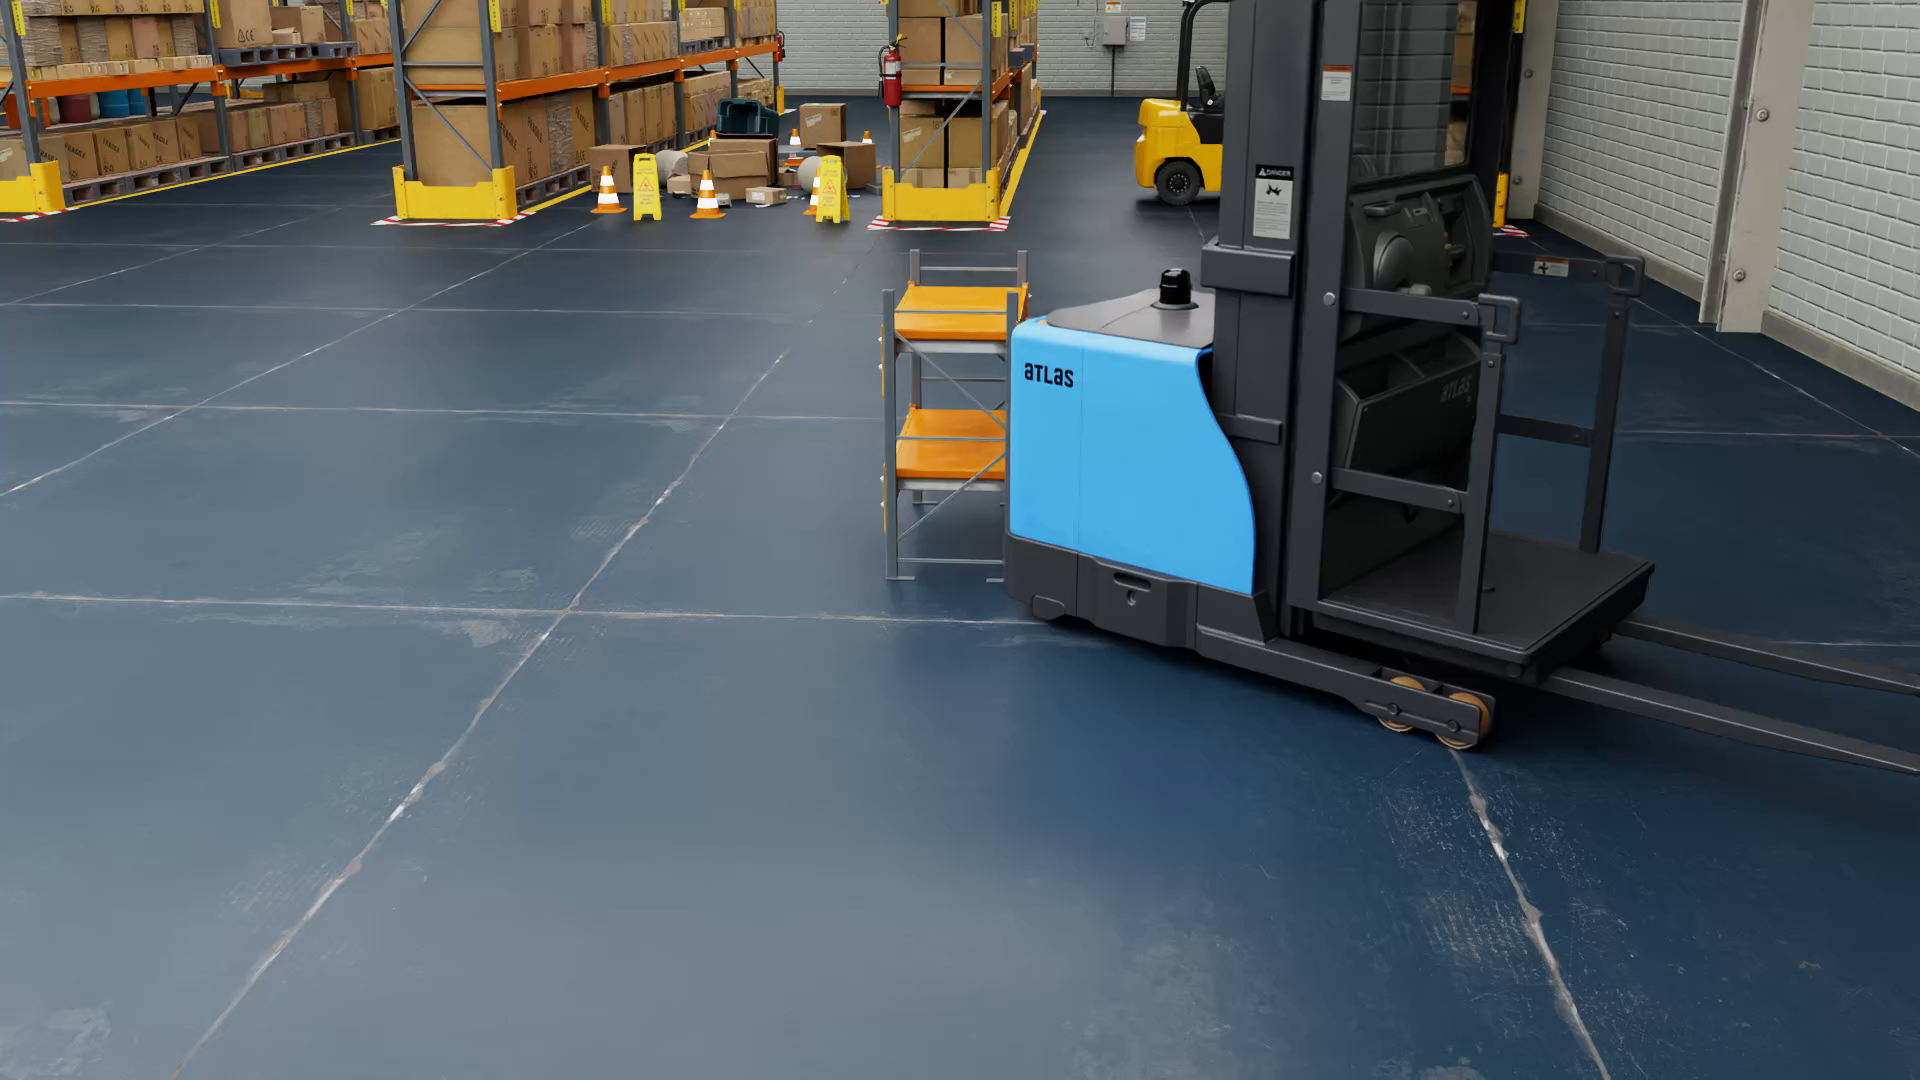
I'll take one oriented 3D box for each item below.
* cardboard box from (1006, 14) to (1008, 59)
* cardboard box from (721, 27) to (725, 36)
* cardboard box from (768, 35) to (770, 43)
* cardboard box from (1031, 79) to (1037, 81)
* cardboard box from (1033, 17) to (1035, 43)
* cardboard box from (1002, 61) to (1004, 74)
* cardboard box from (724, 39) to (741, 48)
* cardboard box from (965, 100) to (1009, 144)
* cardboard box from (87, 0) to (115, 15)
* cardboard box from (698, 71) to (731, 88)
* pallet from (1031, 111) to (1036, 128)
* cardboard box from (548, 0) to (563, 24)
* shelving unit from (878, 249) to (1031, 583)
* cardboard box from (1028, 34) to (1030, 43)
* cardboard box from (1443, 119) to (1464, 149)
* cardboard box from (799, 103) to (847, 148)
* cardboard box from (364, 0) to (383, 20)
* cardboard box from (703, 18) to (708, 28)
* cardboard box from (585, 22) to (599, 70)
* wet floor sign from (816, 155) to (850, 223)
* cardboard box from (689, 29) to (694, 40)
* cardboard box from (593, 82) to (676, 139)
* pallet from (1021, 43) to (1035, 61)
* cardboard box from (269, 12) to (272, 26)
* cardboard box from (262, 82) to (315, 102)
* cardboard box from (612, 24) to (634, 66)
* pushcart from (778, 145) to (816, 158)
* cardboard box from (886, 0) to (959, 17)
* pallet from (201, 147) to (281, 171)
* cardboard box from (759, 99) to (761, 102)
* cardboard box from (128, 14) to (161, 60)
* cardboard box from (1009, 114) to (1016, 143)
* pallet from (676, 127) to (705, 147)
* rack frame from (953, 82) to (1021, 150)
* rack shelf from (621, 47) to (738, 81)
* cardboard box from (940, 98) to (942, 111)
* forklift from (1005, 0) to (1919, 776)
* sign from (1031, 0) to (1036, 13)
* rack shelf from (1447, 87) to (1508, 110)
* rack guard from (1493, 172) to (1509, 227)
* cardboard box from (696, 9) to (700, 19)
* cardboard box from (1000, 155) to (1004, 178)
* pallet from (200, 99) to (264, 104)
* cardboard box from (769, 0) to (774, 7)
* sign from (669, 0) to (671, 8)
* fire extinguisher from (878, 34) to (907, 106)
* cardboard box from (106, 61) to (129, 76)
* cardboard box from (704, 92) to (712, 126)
[{"bbox_3d":[0.280,-5.790,19.137,0.500,0.500,0.500,2,18,6],"label":"cardboard box"},{"bbox_3d":[-4.108,-8.421,27.534,0.380,0.149,0.250,1,18,3],"label":"cardboard box"},{"bbox_3d":[-3.787,-9.407,31.219,0.380,0.149,0.250,1,18,4],"label":"cardboard box"},{"bbox_3d":[1.007,-8.406,31.201,0.875,0.438,0.875,1,18,2],"label":"cardboard box"},{"bbox_3d":[1.045,-8.887,29.067,0.500,0.500,0.500,1,18,4],"label":"cardboard box"},{"bbox_3d":[0.306,-5.363,18.876,0.380,0.149,0.250,1,18,3],"label":"cardboard box"},{"bbox_3d":[-3.930,-8.430,28.235,0.380,0.149,0.250,2,18,6],"label":"cardboard box"},{"bbox_3d":[0.320,-4.964,19.793,0.500,0.500,0.500,1,18,3],"label":"cardboard box"},{"bbox_3d":[-9.688,-6.023,18.242,0.500,0.500,0.500,1,18,4],"label":"cardboard box"},{"bbox_3d":[-4.078,-7.599,27.434,0.500,0.250,0.500,1,18,2],"label":"cardboard box"},{"bbox_3d":[0.800,-7.299,28.858,1.003,0.211,1.213,1,18,4],"label":"pallet"},{"bbox_3d":[-5.010,-6.116,18.797,0.875,0.550,0.550,1,18,4],"label":"cardboard box"},{"bbox_3d":[0.000,-0.537,6.754,0.538,1.125,1.048,1,18,4],"label":"shelving unit"},{"bbox_3d":[0.887,-8.173,27.289,0.500,0.250,0.500,1,18,3],"label":"cardboard box"},{"bbox_3d":[4.982,-4.066,16.649,0.500,0.250,0.500,1,18,3],"label":"cardboard box"},{"bbox_3d":[-1.683,-5.107,20.490,0.500,0.500,0.500,1,18,4],"label":"cardboard box"},{"bbox_3d":[-9.385,-8.321,25.730,0.797,0.503,0.637,2,18,5],"label":"cardboard box"},{"bbox_3d":[-4.199,-8.152,26.237,0.380,0.149,0.250,1,18,4],"label":"cardboard box"},{"bbox_3d":[-4.865,-5.940,19.993,0.875,0.550,0.550,1,18,4],"label":"cardboard box"},{"bbox_3d":[-1.273,-3.508,16.594,0.267,0.644,0.232,8,20,23],"label":"wet floor sign"},{"bbox_3d":[-4.274,-7.692,25.309,0.380,0.149,0.250,2,18,6],"label":"cardboard box"},{"bbox_3d":[-4.697,-6.169,23.872,1.050,0.750,0.750,1,18,3],"label":"cardboard box"},{"bbox_3d":[0.436,-6.832,23.264,1.213,0.211,1.003,1,18,4],"label":"pallet"},{"bbox_3d":[-9.758,-6.915,22.369,0.797,0.503,0.637,3,18,10],"label":"cardboard box"},{"bbox_3d":[-9.549,-6.372,23.656,0.500,0.250,0.500,3,18,10],"label":"cardboard box"},{"bbox_3d":[-4.509,-6.345,21.310,0.500,0.500,0.500,1,18,4],"label":"cardboard box"},{"bbox_3d":[-2.183,-4.694,20.642,1.648,0.377,0.936,-5,19,-15],"label":"pushcart"},{"bbox_3d":[-0.374,-5.490,16.616,0.700,0.500,0.500,1,18,3],"label":"cardboard box"},{"bbox_3d":[-9.736,-5.043,21.973,1.003,0.211,1.213,1,18,4],"label":"pallet"},{"bbox_3d":[-3.842,-7.983,30.373,0.380,0.149,0.250,2,18,5],"label":"cardboard box"},{"bbox_3d":[-9.890,-5.864,19.364,0.875,0.500,0.500,1,18,4],"label":"cardboard box"},{"bbox_3d":[0.286,-5.693,23.026,0.950,0.372,0.625,1,18,3],"label":"cardboard box"},{"bbox_3d":[-4.506,-6.144,25.333,1.003,0.211,1.213,1,18,4],"label":"pallet"},{"bbox_3d":[0.381,-7.147,23.917,1.000,3.000,0.127,1,18,4],"label":"rack frame"},{"bbox_3d":[-4.420,-7.505,26.166,1.077,0.370,4.000,1,18,4],"label":"rack shelf"},{"bbox_3d":[-0.394,-4.750,18.097,0.380,0.149,0.250,2,18,6],"label":"cardboard box"},{"bbox_3d":[1.617,-0.949,5.112,3.031,2.935,1.130,15,23,38],"label":"forklift"},{"bbox_3d":[1.210,-8.893,27.513,0.100,0.325,0.005,1,18,4],"label":"sign"},{"bbox_3d":[4.902,-4.832,18.007,1.077,0.370,4.000,1,18,4],"label":"rack shelf"},{"bbox_3d":[4.757,-3.357,16.366,1.175,0.500,0.348,1,18,4],"label":"rack guard"},{"bbox_3d":[-4.244,-8.136,25.710,0.380,0.149,0.250,2,18,6],"label":"cardboard box"},{"bbox_3d":[0.212,-4.128,18.444,0.500,0.250,0.500,3,18,8],"label":"cardboard box"},{"bbox_3d":[-13.968,-8.383,32.168,1.003,0.211,1.213,1,18,4],"label":"pallet"},{"bbox_3d":[-3.775,-10.227,31.073,0.500,0.500,0.500,1,18,3],"label":"cardboard box"},{"bbox_3d":[-4.819,-8.889,27.845,0.100,0.325,0.005,1,18,4],"label":"sign"},{"bbox_3d":[-0.660,-4.600,16.269,0.296,0.674,0.183,1,18,4],"label":"fire extinguisher"},{"bbox_3d":[-9.614,-5.311,18.718,0.380,0.149,0.250,1,18,4],"label":"cardboard box"},{"bbox_3d":[-4.194,-6.767,26.099,0.500,0.500,0.500,1,18,3],"label":"cardboard box"}]
